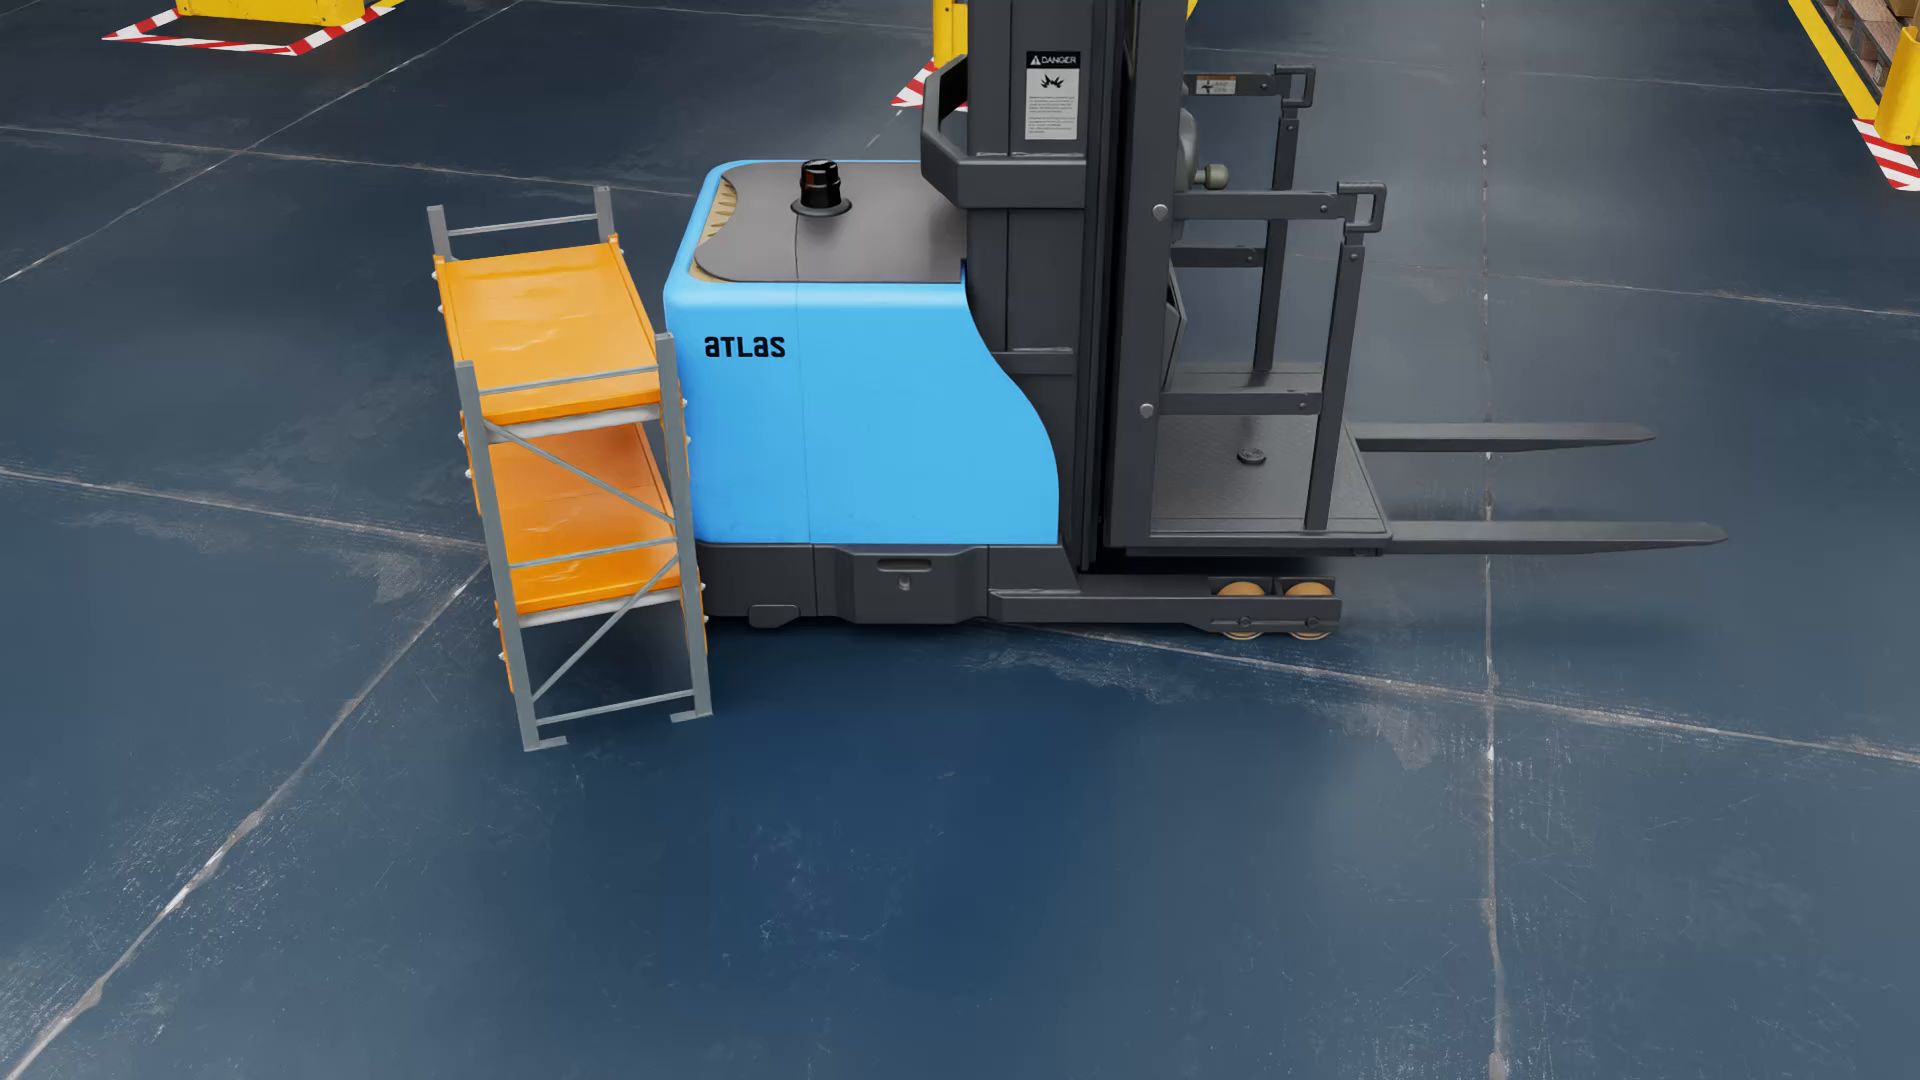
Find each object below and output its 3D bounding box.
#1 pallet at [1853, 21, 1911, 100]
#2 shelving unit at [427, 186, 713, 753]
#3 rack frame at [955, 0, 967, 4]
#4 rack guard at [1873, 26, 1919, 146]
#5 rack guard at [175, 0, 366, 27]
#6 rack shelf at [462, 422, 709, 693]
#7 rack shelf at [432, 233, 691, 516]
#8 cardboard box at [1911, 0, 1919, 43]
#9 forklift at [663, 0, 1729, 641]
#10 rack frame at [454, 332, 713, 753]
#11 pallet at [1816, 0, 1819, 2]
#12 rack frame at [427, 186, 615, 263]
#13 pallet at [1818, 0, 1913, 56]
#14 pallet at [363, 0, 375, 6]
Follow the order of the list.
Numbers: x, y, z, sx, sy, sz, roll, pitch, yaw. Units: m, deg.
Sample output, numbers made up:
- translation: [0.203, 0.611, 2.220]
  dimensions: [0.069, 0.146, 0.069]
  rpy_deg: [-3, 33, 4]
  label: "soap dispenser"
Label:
- translation: [5.519, -2.519, 9.015]
  dimensions: [1.003, 0.211, 1.213]
  rpy_deg: [8, 33, 12]
  label: "pallet"
- translation: [-1.074, -0.225, 4.555]
  dimensions: [0.538, 1.125, 1.048]
  rpy_deg: [-10, 34, -16]
  label: "shelving unit"
- translation: [0.469, -3.914, 8.610]
  dimensions: [1.000, 3.000, 0.127]
  rpy_deg: [8, 33, 12]
  label: "rack frame"
- translation: [5.279, -2.224, 8.282]
  dimensions: [1.175, 0.500, 0.348]
  rpy_deg: [8, 33, 12]
  label: "rack guard"
- translation: [-4.327, -3.523, 10.325]
  dimensions: [1.175, 0.500, 0.348]
  rpy_deg: [8, 33, 12]
  label: "rack guard"
- translation: [-1.074, -0.018, 4.686]
  dimensions: [0.538, 0.278, 1.000]
  rpy_deg: [-10, 34, -16]
  label: "rack shelf"
- translation: [-1.074, -0.472, 4.398]
  dimensions: [0.538, 0.278, 1.000]
  rpy_deg: [-10, 34, -16]
  label: "rack shelf"
- translation: [5.553, -2.998, 9.109]
  dimensions: [0.500, 0.500, 0.500]
  rpy_deg: [17, 36, 25]
  label: "cardboard box"
- translation: [0.728, -1.235, 4.461]
  dimensions: [3.031, 2.935, 1.130]
  rpy_deg: [0, 32, 0]
  label: "forklift"
- translation: [-0.912, 0.034, 4.148]
  dimensions: [0.500, 1.125, 0.032]
  rpy_deg: [-10, 34, -16]
  label: "rack frame"
- translation: [6.139, -3.785, 11.007]
  dimensions: [1.003, 0.211, 1.213]
  rpy_deg: [8, 33, 12]
  label: "pallet"
- translation: [-1.235, -0.483, 4.962]
  dimensions: [0.500, 1.125, 0.032]
  rpy_deg: [-10, 34, -16]
  label: "rack frame"
- translation: [5.831, -3.150, 10.008]
  dimensions: [1.003, 0.211, 1.213]
  rpy_deg: [8, 33, 12]
  label: "pallet"
- translation: [-4.168, -3.816, 11.056]
  dimensions: [1.003, 0.211, 1.213]
  rpy_deg: [8, 33, 12]
  label: "pallet"
